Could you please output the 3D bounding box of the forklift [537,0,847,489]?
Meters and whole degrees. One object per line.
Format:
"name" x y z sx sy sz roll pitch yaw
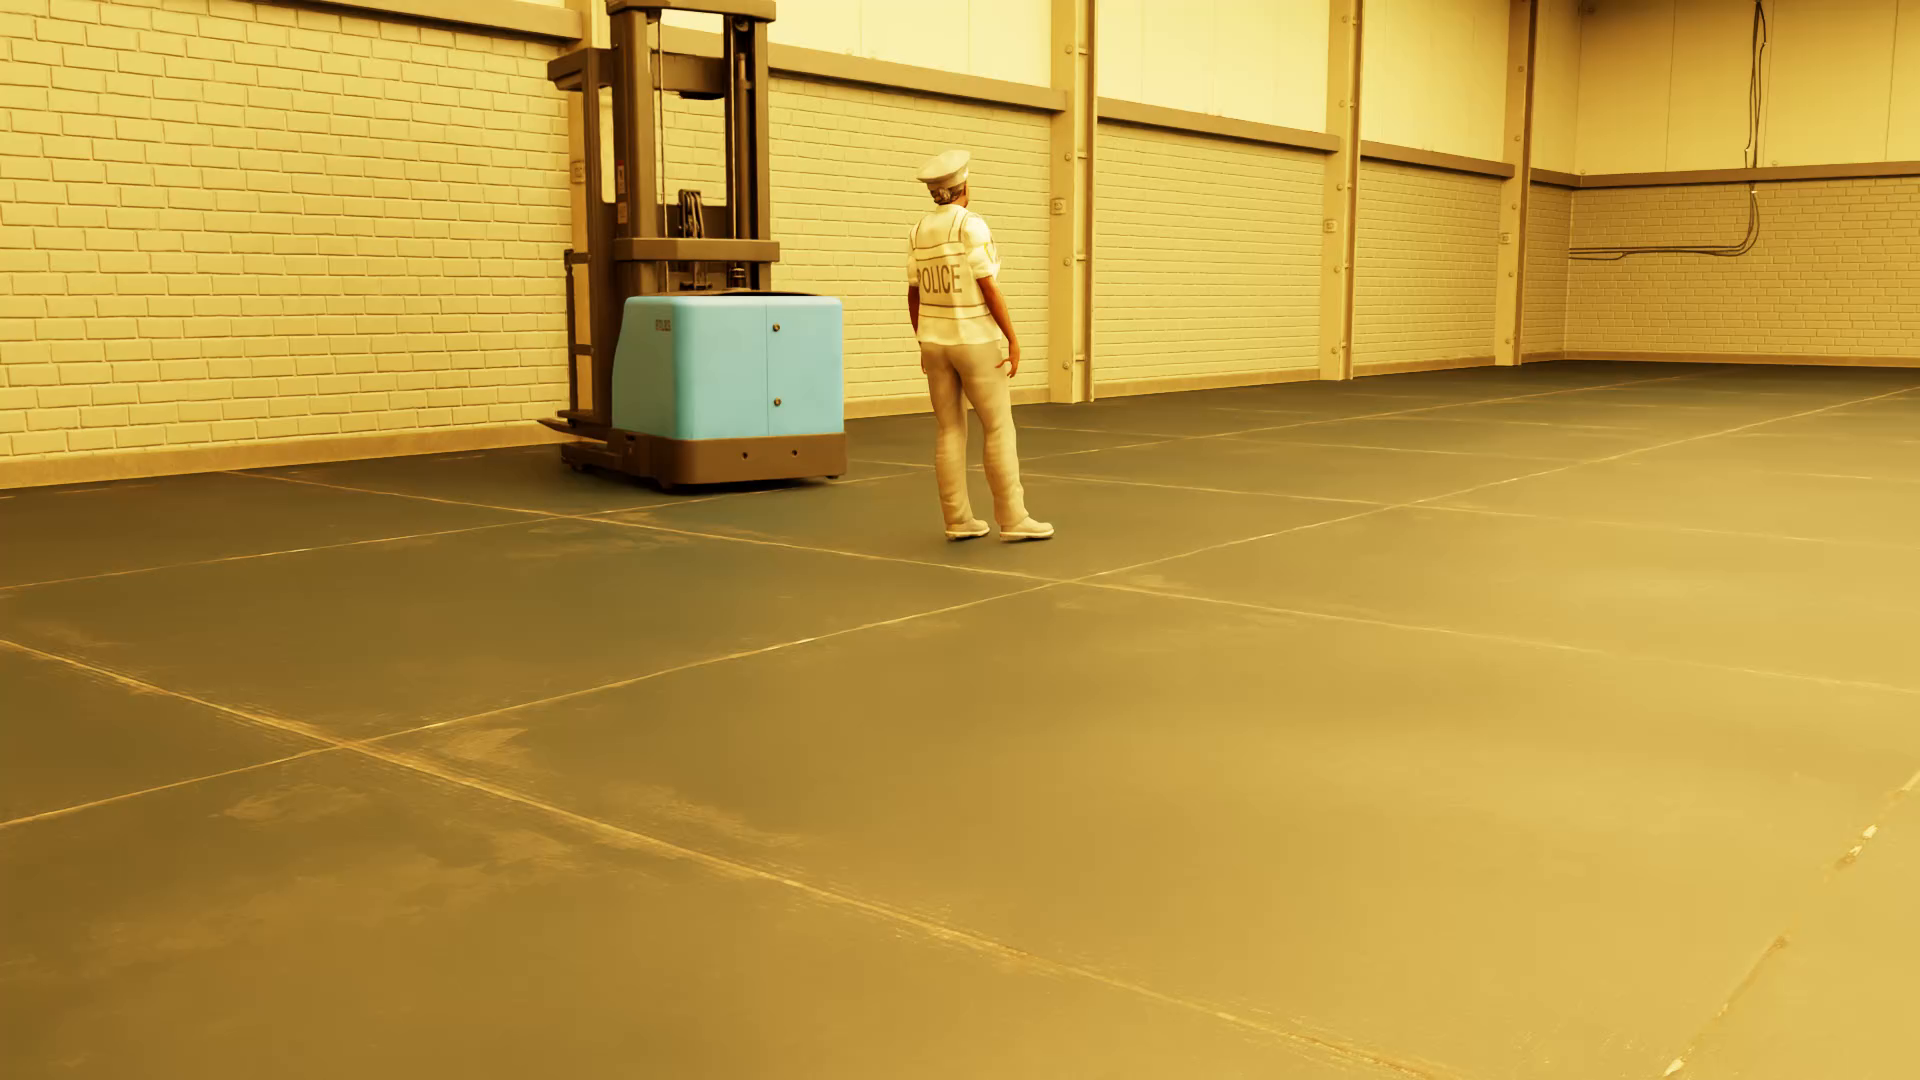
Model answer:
"forklift" -1.847 -1.898 10.254 1.130 2.935 3.031 -5 10 -31

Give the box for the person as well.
"person" 0.062 -0.853 7.327 0.570 1.697 0.528 7 11 38
